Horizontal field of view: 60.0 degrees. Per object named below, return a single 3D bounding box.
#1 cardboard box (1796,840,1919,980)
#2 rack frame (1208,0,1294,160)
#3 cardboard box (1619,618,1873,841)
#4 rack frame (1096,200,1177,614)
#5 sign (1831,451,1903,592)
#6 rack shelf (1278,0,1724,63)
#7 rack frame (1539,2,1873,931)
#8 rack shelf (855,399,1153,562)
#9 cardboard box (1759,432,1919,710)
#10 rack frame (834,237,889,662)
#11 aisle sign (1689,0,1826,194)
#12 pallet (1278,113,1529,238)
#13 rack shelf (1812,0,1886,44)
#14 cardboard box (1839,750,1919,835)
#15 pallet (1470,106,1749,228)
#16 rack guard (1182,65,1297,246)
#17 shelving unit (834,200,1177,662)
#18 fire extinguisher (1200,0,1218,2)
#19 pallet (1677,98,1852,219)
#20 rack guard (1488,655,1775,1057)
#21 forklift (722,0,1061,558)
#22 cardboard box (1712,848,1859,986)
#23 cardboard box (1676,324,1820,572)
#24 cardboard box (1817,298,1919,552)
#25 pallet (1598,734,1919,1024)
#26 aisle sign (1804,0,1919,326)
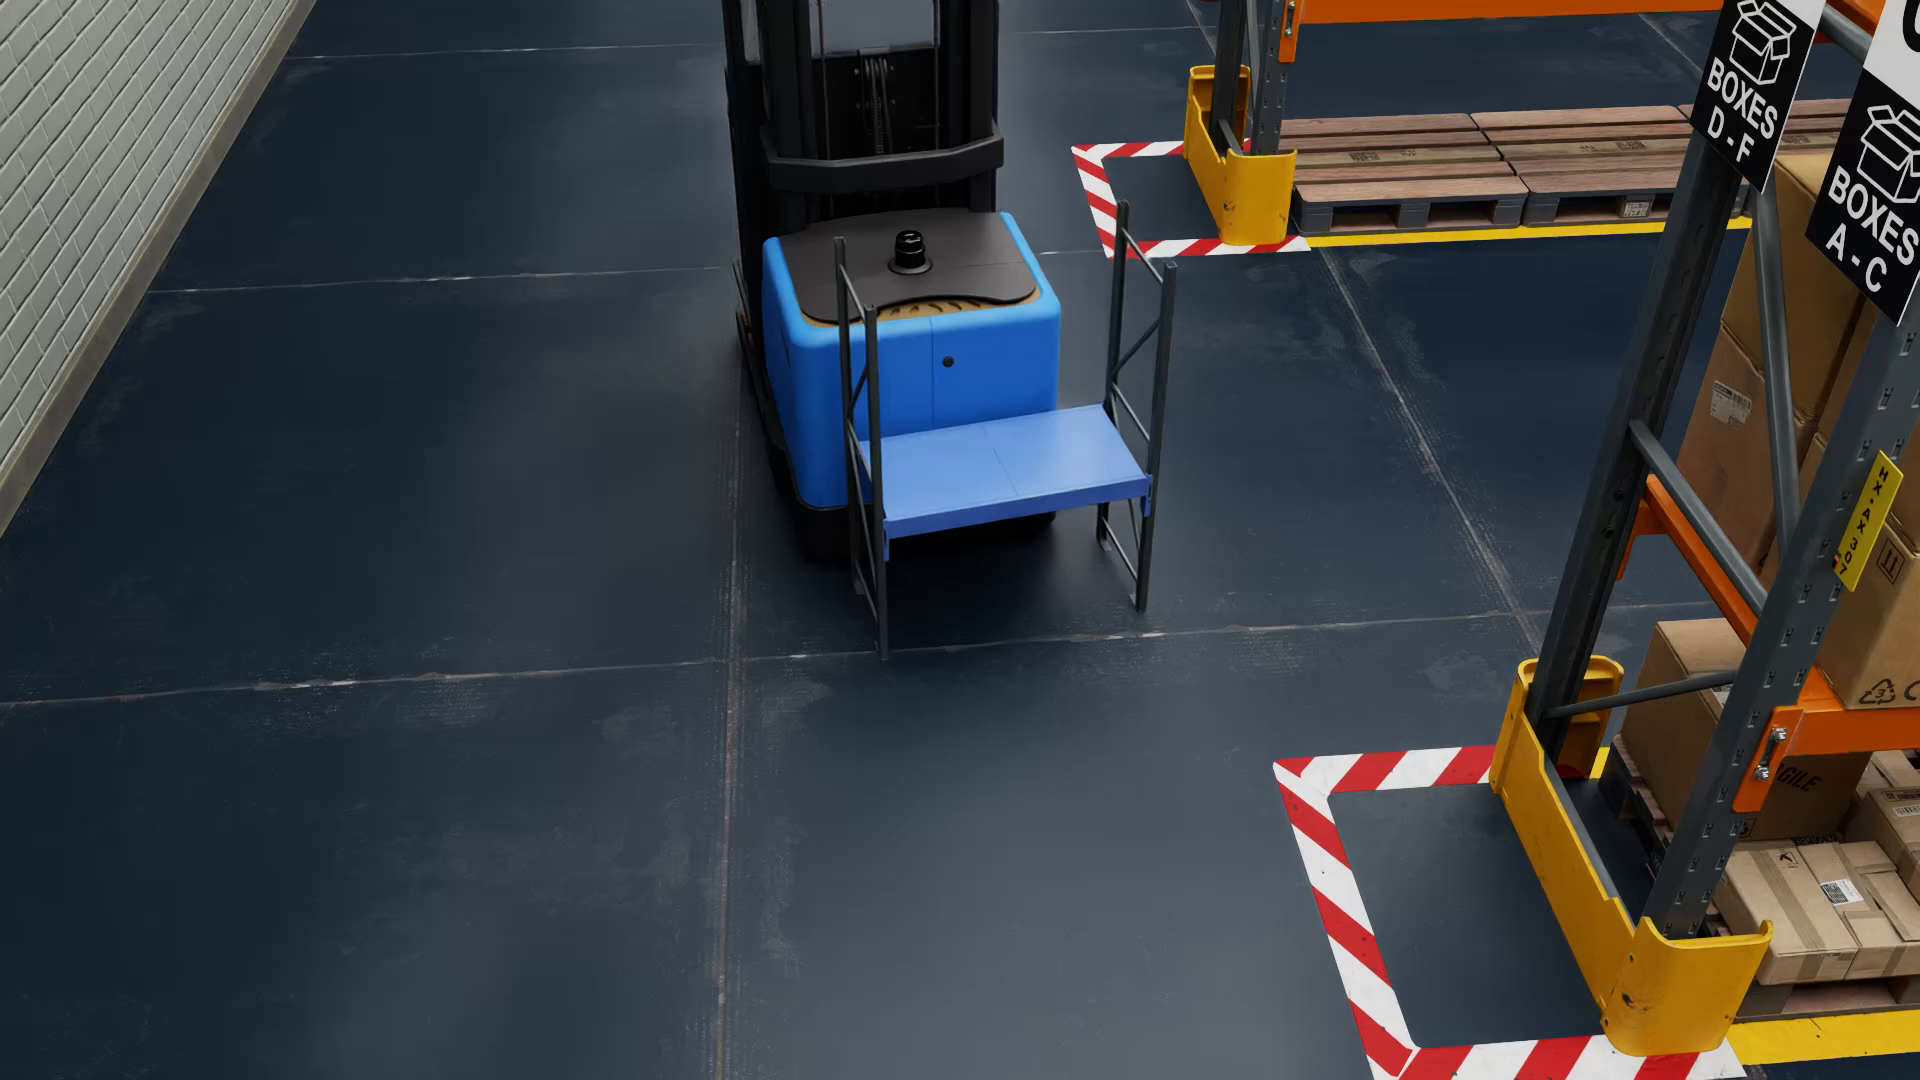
[{"bbox_3d":[2.652,1.080,4.892,0.250,0.166,0.380,-3,38,-4],"label":"cardboard box"},{"bbox_3d":[1.520,-3.092,8.247,0.127,3.000,1.000,-3,38,-4],"label":"rack frame"},{"bbox_3d":[2.475,0.592,5.241,0.500,0.500,0.500,-3,38,-4],"label":"cardboard box"},{"bbox_3d":[0.634,-0.456,6.117,0.032,1.500,0.500,-10,39,-12],"label":"rack frame"},{"bbox_3d":[2.003,-0.040,3.680,0.005,0.325,0.100,-3,38,-4],"label":"sign"},{"bbox_3d":[3.512,-2.919,8.608,4.000,0.370,1.077,-3,38,-4],"label":"rack shelf"},{"bbox_3d":[1.955,-0.033,4.370,0.053,2.616,0.949,-3,38,-4],"label":"rack frame"},{"bbox_3d":[0.144,-0.230,6.121,1.000,0.185,0.538,-10,39,-12],"label":"rack shelf"},{"bbox_3d":[3.659,-0.170,4.463,3.026,0.500,1.079,-3,38,-3],"label":"cardboard box"},{"bbox_3d":[-0.345,-0.287,5.903,0.032,1.500,0.500,-10,39,-12],"label":"rack frame"},{"bbox_3d":[1.860,-1.241,3.802,0.004,0.787,0.394,-3,38,-4],"label":"aisle sign"},{"bbox_3d":[2.345,-2.018,9.137,1.213,0.211,1.003,-3,38,-4],"label":"pallet"},{"bbox_3d":[3.947,-1.040,3.806,4.000,0.370,1.077,-3,38,-4],"label":"rack shelf"},{"bbox_3d":[2.886,0.756,5.302,0.250,0.166,0.380,-3,38,-4],"label":"cardboard box"},{"bbox_3d":[3.557,-2.083,9.220,1.213,0.211,1.003,-3,38,-4],"label":"pallet"},{"bbox_3d":[1.497,-2.101,9.009,0.348,0.500,1.175,-3,38,-4],"label":"rack guard"},{"bbox_3d":[0.144,-0.372,6.010,1.048,1.500,0.538,-10,39,-12],"label":"shelving unit"},{"bbox_3d":[1.330,-3.187,8.731,0.183,0.674,0.296,-3,38,-4],"label":"fire extinguisher"},{"bbox_3d":[4.775,-2.152,9.307,1.213,0.211,1.003,-3,38,-4],"label":"pallet"},{"bbox_3d":[2.031,0.942,5.152,0.348,0.500,1.175,-3,38,-4],"label":"rack guard"},{"bbox_3d":[-0.442,-1.995,6.912,1.130,2.935,3.031,-8,39,-10],"label":"forklift"},{"bbox_3d":[2.403,1.100,4.880,0.250,0.149,0.380,-3,38,-4],"label":"cardboard box"},{"bbox_3d":[2.377,-0.267,4.586,0.500,0.500,0.500,-2,38,-3],"label":"cardboard box"},{"bbox_3d":[2.421,-0.329,3.857,0.500,0.500,0.500,-2,38,-3],"label":"cardboard box"},{"bbox_3d":[2.825,1.011,5.298,1.213,0.211,1.003,-3,38,-4],"label":"pallet"},{"bbox_3d":[1.913,-0.871,3.333,0.004,0.787,0.394,-3,38,-4],"label":"aisle sign"}]
